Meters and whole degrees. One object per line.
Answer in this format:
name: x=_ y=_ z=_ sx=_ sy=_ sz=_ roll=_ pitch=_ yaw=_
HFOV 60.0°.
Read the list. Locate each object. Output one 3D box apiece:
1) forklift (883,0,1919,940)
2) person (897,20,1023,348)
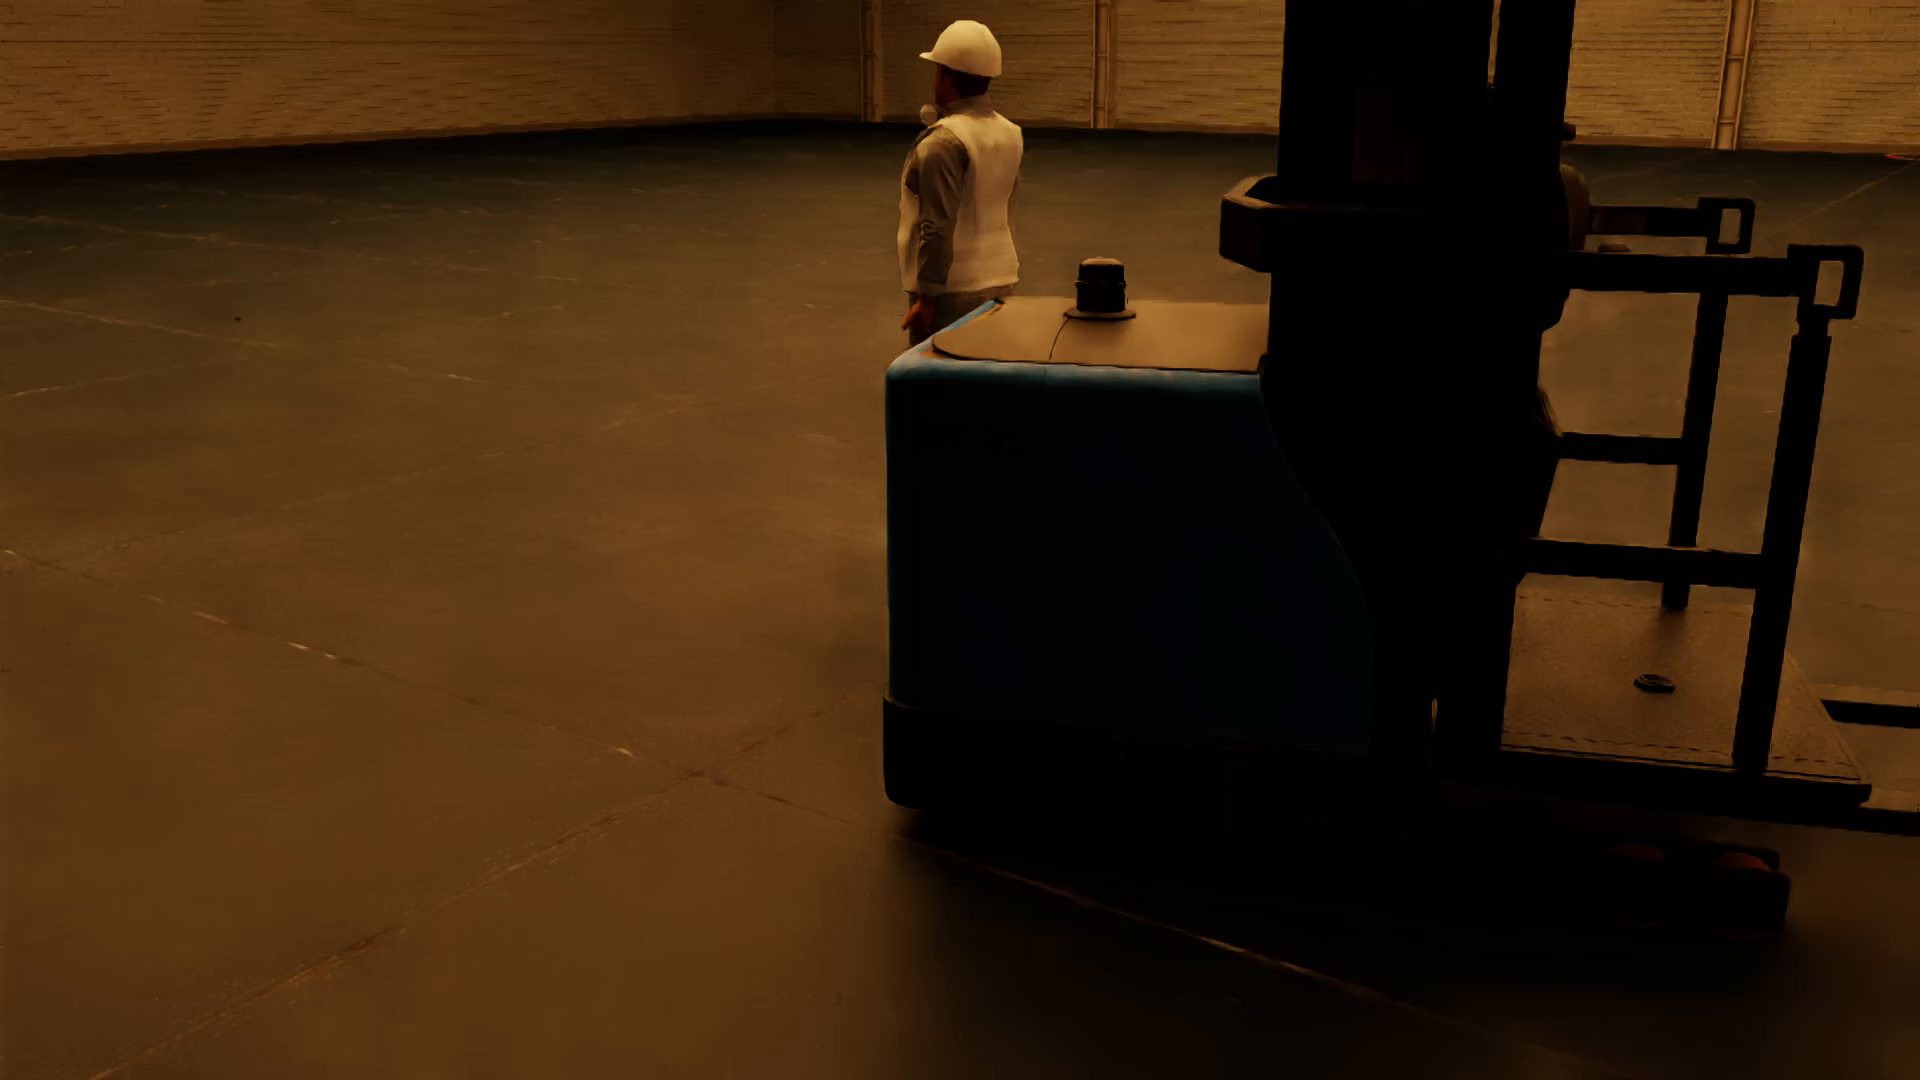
forklift: x=1.403 y=-0.780 z=3.441 sx=3.031 sy=2.935 sz=1.130 roll=4 pitch=17 yaw=14
person: x=-0.008 y=-0.850 z=5.697 sx=0.356 sy=1.776 sz=0.529 roll=11 pitch=20 yaw=33
